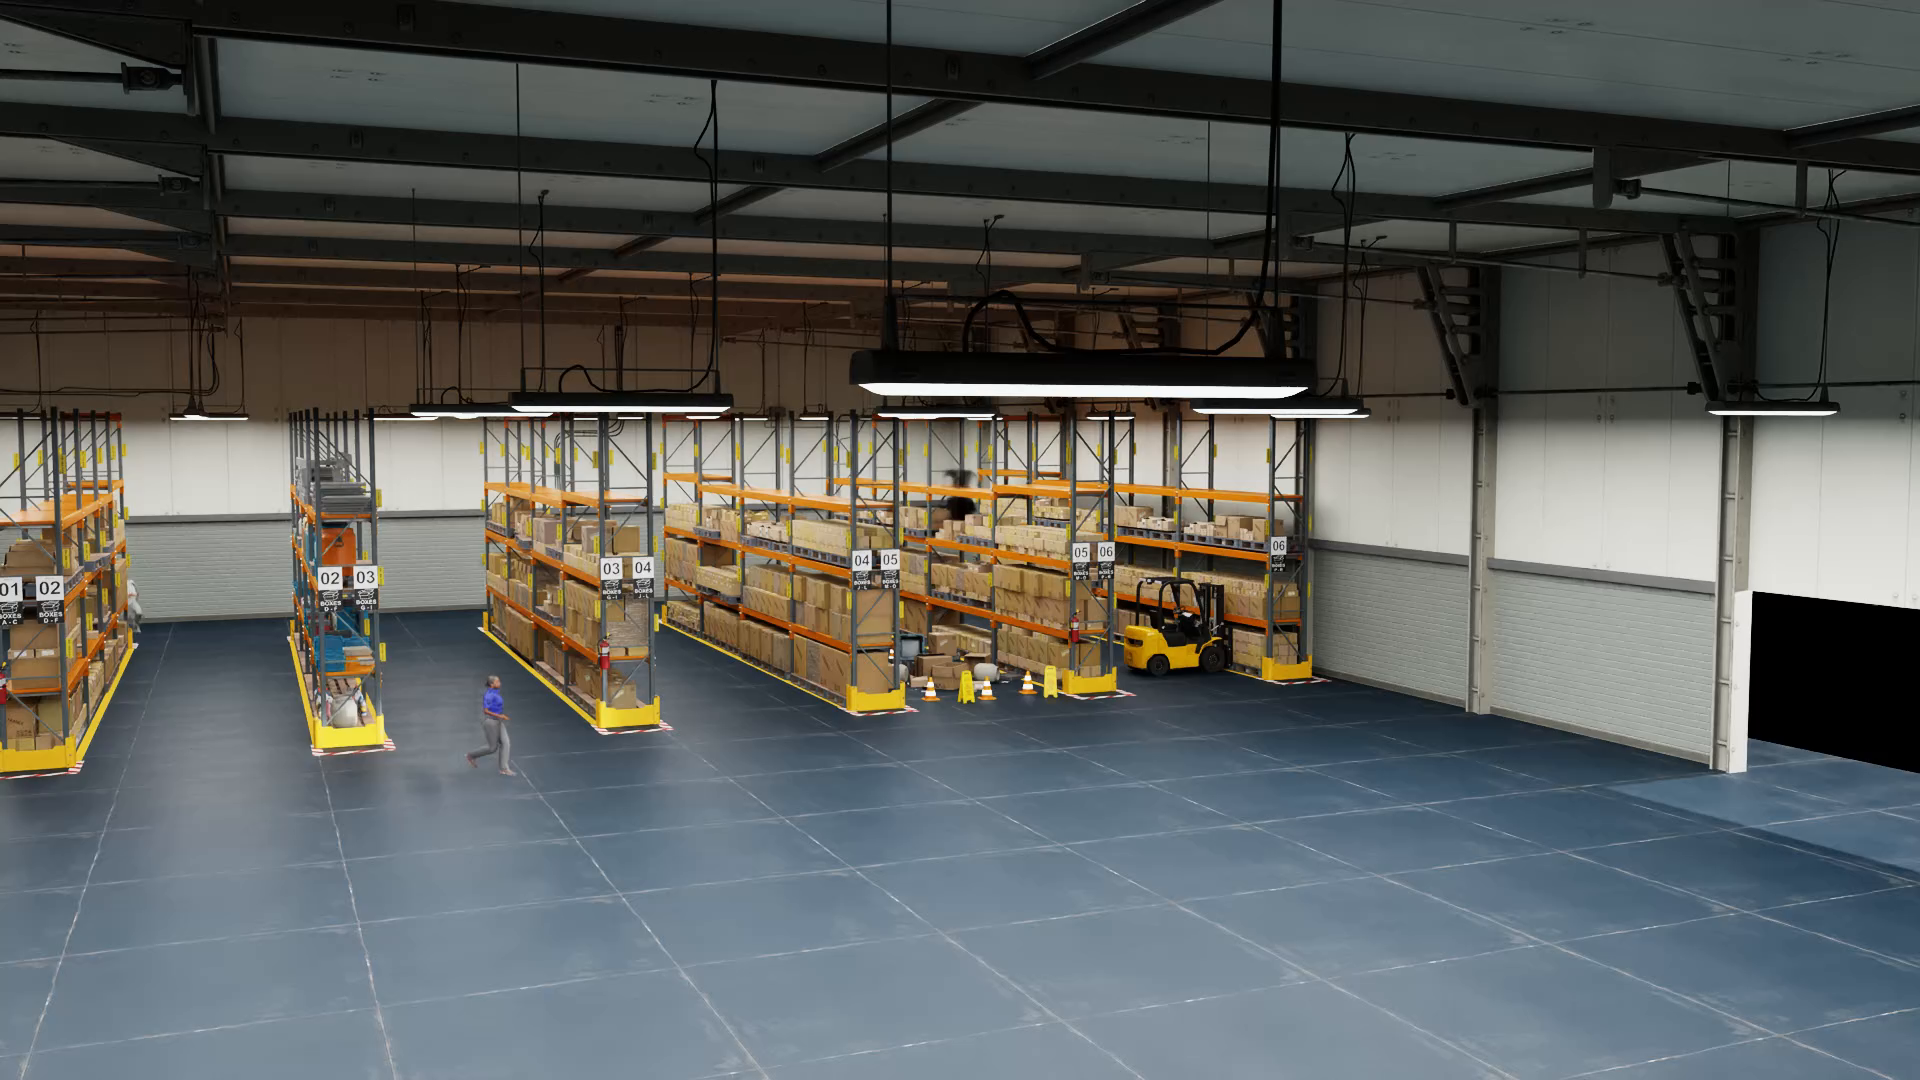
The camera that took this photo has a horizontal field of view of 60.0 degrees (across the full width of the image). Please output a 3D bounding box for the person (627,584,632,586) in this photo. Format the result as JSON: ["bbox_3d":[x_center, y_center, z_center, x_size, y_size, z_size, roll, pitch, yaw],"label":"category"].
[{"bbox_3d":[-9.484,1.559,47.125,0.658,1.625,0.589,-1,4,-13],"label":"person"}]

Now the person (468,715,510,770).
[{"bbox_3d":[-7.672,3.292,27.093,0.644,0.930,0.367,0,4,3],"label":"person"}]

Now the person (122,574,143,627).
[{"bbox_3d":[-22.542,1.664,45.062,0.666,1.602,0.666,3,5,37],"label":"person"}]
